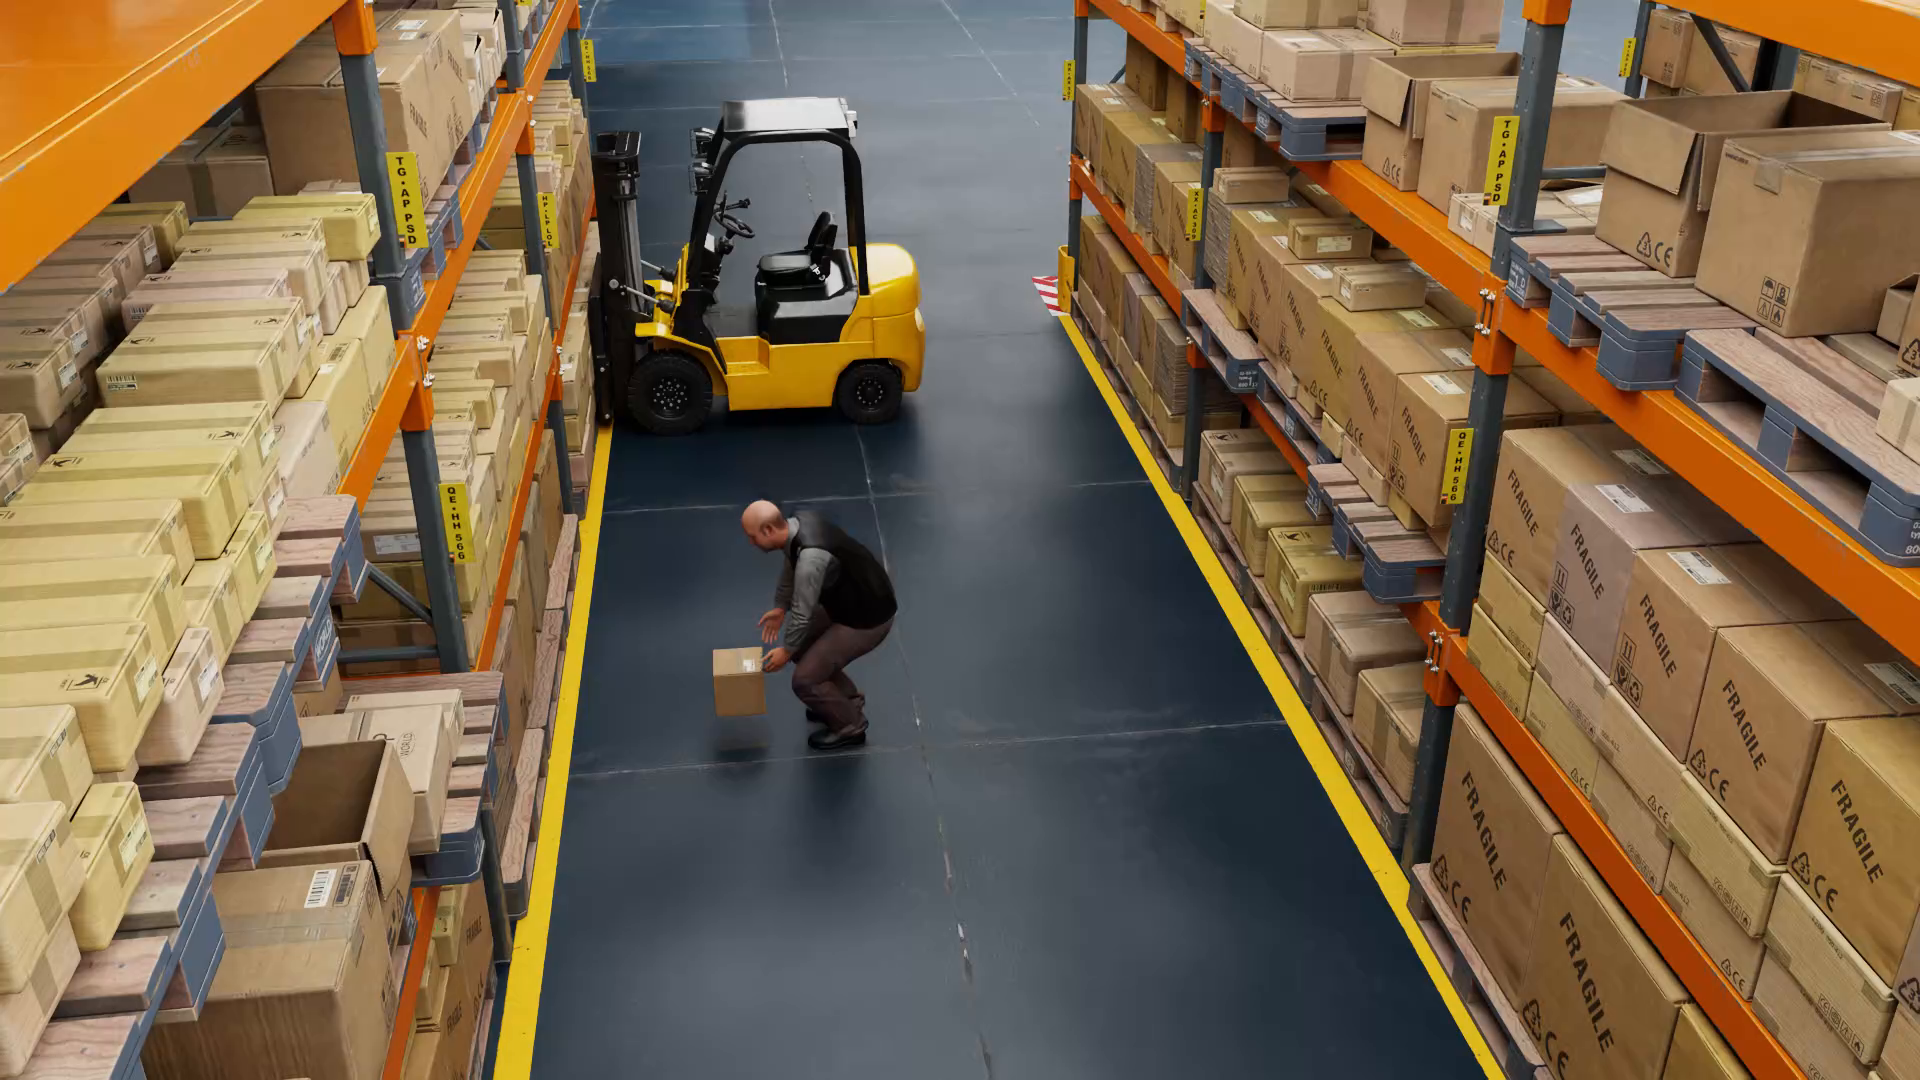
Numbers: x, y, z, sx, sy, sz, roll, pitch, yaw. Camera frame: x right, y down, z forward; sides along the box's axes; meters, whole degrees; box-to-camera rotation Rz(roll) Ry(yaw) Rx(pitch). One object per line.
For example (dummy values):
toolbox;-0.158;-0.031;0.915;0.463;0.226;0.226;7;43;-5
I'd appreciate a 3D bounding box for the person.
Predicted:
person;-0.683;0.447;8.304;0.740;1.238;0.591;-4;27;-7
